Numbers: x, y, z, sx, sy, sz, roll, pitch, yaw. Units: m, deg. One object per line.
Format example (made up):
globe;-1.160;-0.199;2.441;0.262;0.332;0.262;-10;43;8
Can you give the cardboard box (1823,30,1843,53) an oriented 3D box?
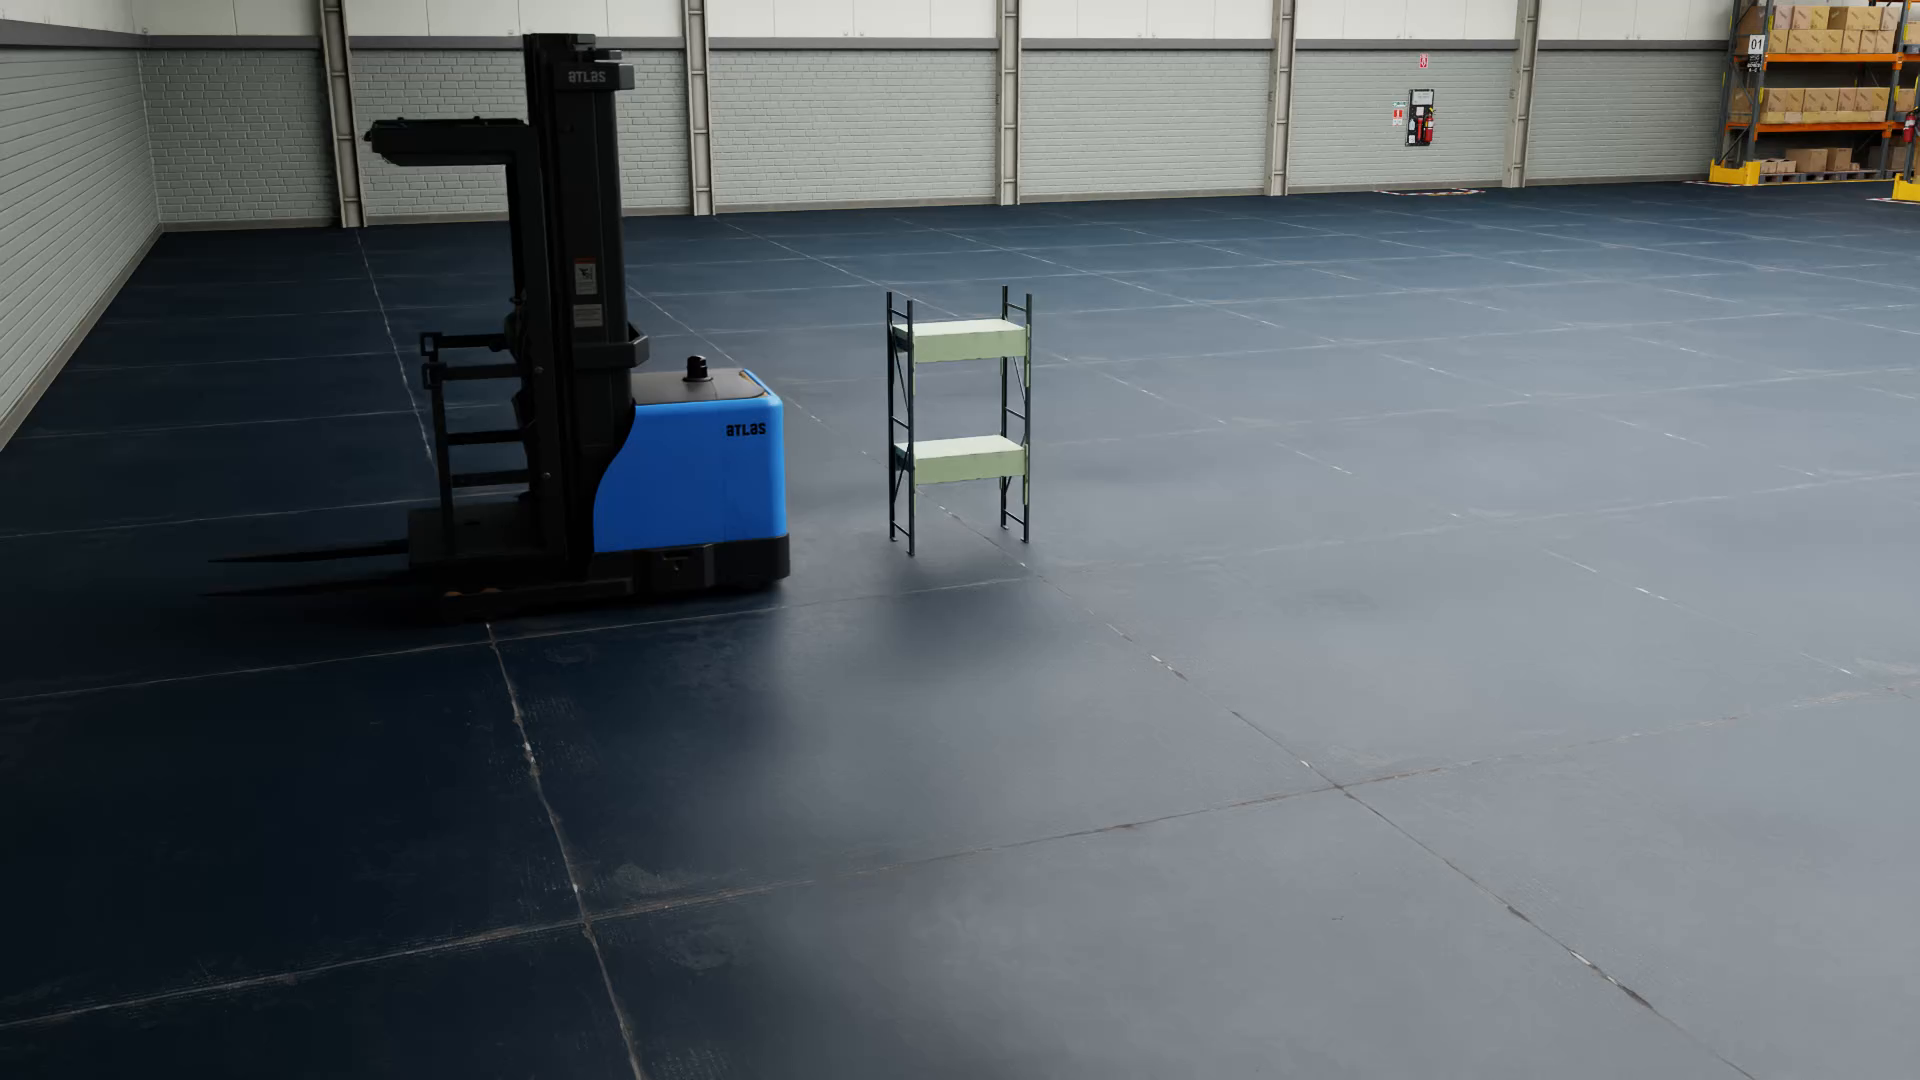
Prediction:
cardboard box;19.277;-11.115;37.088;0.500;0.500;0.500;-5;17;-17

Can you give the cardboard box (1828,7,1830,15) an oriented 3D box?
cardboard box;19.141;-11.732;37.414;0.500;0.500;0.500;-6;17;-20

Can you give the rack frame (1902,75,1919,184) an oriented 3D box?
rack frame;19.161;-8.190;32.662;0.127;3.000;1.000;-6;17;-20

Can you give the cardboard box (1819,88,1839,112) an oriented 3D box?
cardboard box;19.366;-9.912;37.427;0.500;0.500;0.500;-6;17;-18

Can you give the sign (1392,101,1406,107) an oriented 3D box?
sign;9.260;-9.188;35.057;0.331;0.109;0.001;-6;17;-20

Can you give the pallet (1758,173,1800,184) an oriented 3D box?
pallet;18.228;-8.235;37.766;1.213;0.211;1.003;-6;17;-20

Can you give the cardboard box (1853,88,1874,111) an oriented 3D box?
cardboard box;20.326;-10.012;37.770;0.500;0.500;0.500;-6;17;-20

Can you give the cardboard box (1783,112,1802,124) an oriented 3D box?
cardboard box;18.434;-9.452;37.192;0.500;0.250;0.500;-7;18;-22

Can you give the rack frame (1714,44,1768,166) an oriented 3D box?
rack frame;17.385;-9.492;37.099;0.127;3.000;1.000;-6;17;-20

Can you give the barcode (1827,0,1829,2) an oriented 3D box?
barcode;19.669;-12.219;37.691;0.075;0.075;0.001;-6;17;-20

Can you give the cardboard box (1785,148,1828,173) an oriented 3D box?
cardboard box;19.299;-8.669;37.949;0.500;0.500;0.700;-7;18;-24

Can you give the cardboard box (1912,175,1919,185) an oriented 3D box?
cardboard box;19.556;-7.204;33.440;0.500;0.250;0.500;-6;17;-20

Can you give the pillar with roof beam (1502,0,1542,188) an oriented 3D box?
pillar with roof beam;13.667;-10.932;31.352;0.400;9.000;9.100;-6;17;-20

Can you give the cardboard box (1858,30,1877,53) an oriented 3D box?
cardboard box;20.261;-11.229;37.476;0.500;0.500;0.500;-8;18;-25

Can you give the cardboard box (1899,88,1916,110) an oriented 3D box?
cardboard box;22.132;-10.252;38.726;0.500;0.500;0.700;-4;17;-14

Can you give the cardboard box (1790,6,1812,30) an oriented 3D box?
cardboard box;18.318;-11.481;36.561;0.500;0.500;0.500;-6;18;-21

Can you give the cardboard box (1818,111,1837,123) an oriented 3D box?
cardboard box;19.385;-9.552;37.533;0.500;0.250;0.500;-6;17;-20

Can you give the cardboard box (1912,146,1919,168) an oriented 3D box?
cardboard box;22.266;-9.051;39.253;0.500;0.500;0.700;-7;18;-21

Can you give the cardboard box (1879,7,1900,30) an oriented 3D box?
cardboard box;20.750;-11.750;37.477;0.500;0.500;0.500;-8;18;-25

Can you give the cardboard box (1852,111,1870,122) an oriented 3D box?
cardboard box;20.318;-9.658;37.893;0.500;0.250;0.500;-6;17;-20

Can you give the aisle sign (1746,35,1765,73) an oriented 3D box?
aisle sign;17.425;-10.654;36.440;0.004;0.787;0.394;-6;17;-20

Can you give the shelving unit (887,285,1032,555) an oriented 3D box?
shelving unit;-0.006;-0.719;9.885;0.755;1.500;0.431;-6;17;-20

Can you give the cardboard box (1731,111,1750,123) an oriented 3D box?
cardboard box;17.752;-9.528;37.452;0.500;0.250;0.500;-6;17;-19

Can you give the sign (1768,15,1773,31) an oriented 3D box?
sign;17.580;-11.208;36.068;0.005;0.325;0.100;-6;17;-20

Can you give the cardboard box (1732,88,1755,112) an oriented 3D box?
cardboard box;17.749;-9.893;37.364;0.500;0.500;0.500;-6;18;-21

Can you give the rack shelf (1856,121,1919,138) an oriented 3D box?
rack shelf;22.988;-9.752;39.261;4.000;0.370;1.077;-6;17;-20

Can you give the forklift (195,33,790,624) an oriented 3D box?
forklift;-2.515;-1.138;8.771;3.031;2.935;1.130;-5;17;-17

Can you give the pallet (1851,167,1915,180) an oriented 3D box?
pallet;21.847;-8.637;39.134;1.213;0.211;1.003;-6;17;-20

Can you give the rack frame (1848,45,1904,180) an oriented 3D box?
rack frame;21.120;-9.896;38.473;0.127;3.000;1.000;-6;17;-20

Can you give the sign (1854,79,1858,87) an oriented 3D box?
sign;20.919;-10.597;38.806;0.005;0.325;0.100;-6;17;-20

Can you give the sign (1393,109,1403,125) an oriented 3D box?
sign;9.252;-8.935;35.138;0.234;0.329;0.001;-6;17;-20

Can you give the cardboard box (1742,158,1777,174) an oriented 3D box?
cardboard box;18.064;-8.460;37.573;0.500;0.311;0.500;-8;18;-26

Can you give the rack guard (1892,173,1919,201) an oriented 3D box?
rack guard;19.139;-6.988;33.006;0.348;0.500;1.175;-6;17;-20

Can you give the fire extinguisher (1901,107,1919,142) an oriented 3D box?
fire extinguisher;18.885;-8.263;33.049;0.183;0.674;0.296;-6;17;-20

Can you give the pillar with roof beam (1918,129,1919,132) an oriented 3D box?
pillar with roof beam;24.873;-12.141;35.472;0.400;9.000;9.100;-6;17;-20

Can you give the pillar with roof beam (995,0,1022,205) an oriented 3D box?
pillar with roof beam;2.462;-9.722;27.233;0.400;9.000;9.100;-6;17;-20

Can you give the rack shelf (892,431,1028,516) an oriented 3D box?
rack shelf;-0.006;-0.406;9.976;0.720;0.370;0.431;-6;17;-20

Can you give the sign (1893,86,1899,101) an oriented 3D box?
sign;21.322;-10.169;37.867;0.005;0.325;0.100;-6;17;-20

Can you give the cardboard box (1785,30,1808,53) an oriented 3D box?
cardboard box;18.301;-11.002;36.703;0.500;0.500;0.500;-5;17;-16

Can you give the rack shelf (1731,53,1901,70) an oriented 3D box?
rack shelf;19.253;-10.788;37.465;4.000;0.370;1.077;-6;17;-20

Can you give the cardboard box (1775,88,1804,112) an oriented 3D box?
cardboard box;18.404;-9.806;37.068;0.500;0.500;0.500;-6;17;-20

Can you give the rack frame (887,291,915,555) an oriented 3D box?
rack frame;-0.348;-0.682;9.759;0.023;1.500;0.400;-6;17;-20

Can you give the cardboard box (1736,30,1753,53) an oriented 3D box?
cardboard box;17.684;-11.098;37.030;0.500;0.500;0.500;-5;17;-16

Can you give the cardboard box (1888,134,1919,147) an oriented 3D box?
cardboard box;22.212;-9.391;39.079;0.500;0.250;0.500;-7;18;-21

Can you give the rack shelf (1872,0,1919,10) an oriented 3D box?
rack shelf;22.988;-12.439;38.472;4.000;0.370;1.077;-6;17;-20

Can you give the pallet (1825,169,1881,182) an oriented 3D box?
pallet;20.506;-8.481;38.603;1.213;0.211;1.003;-6;17;-20

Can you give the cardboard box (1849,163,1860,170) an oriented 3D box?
cardboard box;20.632;-8.686;38.599;0.250;0.166;0.380;-9;18;-27

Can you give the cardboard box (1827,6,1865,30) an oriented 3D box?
cardboard box;19.758;-11.637;37.091;0.500;0.500;0.500;-7;18;-22

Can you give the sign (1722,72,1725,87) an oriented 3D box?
sign;17.205;-10.348;37.396;0.005;0.325;0.100;-6;17;-20

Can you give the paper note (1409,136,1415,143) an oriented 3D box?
paper note;9.615;-8.524;35.366;0.142;0.148;0.016;-6;17;-20
